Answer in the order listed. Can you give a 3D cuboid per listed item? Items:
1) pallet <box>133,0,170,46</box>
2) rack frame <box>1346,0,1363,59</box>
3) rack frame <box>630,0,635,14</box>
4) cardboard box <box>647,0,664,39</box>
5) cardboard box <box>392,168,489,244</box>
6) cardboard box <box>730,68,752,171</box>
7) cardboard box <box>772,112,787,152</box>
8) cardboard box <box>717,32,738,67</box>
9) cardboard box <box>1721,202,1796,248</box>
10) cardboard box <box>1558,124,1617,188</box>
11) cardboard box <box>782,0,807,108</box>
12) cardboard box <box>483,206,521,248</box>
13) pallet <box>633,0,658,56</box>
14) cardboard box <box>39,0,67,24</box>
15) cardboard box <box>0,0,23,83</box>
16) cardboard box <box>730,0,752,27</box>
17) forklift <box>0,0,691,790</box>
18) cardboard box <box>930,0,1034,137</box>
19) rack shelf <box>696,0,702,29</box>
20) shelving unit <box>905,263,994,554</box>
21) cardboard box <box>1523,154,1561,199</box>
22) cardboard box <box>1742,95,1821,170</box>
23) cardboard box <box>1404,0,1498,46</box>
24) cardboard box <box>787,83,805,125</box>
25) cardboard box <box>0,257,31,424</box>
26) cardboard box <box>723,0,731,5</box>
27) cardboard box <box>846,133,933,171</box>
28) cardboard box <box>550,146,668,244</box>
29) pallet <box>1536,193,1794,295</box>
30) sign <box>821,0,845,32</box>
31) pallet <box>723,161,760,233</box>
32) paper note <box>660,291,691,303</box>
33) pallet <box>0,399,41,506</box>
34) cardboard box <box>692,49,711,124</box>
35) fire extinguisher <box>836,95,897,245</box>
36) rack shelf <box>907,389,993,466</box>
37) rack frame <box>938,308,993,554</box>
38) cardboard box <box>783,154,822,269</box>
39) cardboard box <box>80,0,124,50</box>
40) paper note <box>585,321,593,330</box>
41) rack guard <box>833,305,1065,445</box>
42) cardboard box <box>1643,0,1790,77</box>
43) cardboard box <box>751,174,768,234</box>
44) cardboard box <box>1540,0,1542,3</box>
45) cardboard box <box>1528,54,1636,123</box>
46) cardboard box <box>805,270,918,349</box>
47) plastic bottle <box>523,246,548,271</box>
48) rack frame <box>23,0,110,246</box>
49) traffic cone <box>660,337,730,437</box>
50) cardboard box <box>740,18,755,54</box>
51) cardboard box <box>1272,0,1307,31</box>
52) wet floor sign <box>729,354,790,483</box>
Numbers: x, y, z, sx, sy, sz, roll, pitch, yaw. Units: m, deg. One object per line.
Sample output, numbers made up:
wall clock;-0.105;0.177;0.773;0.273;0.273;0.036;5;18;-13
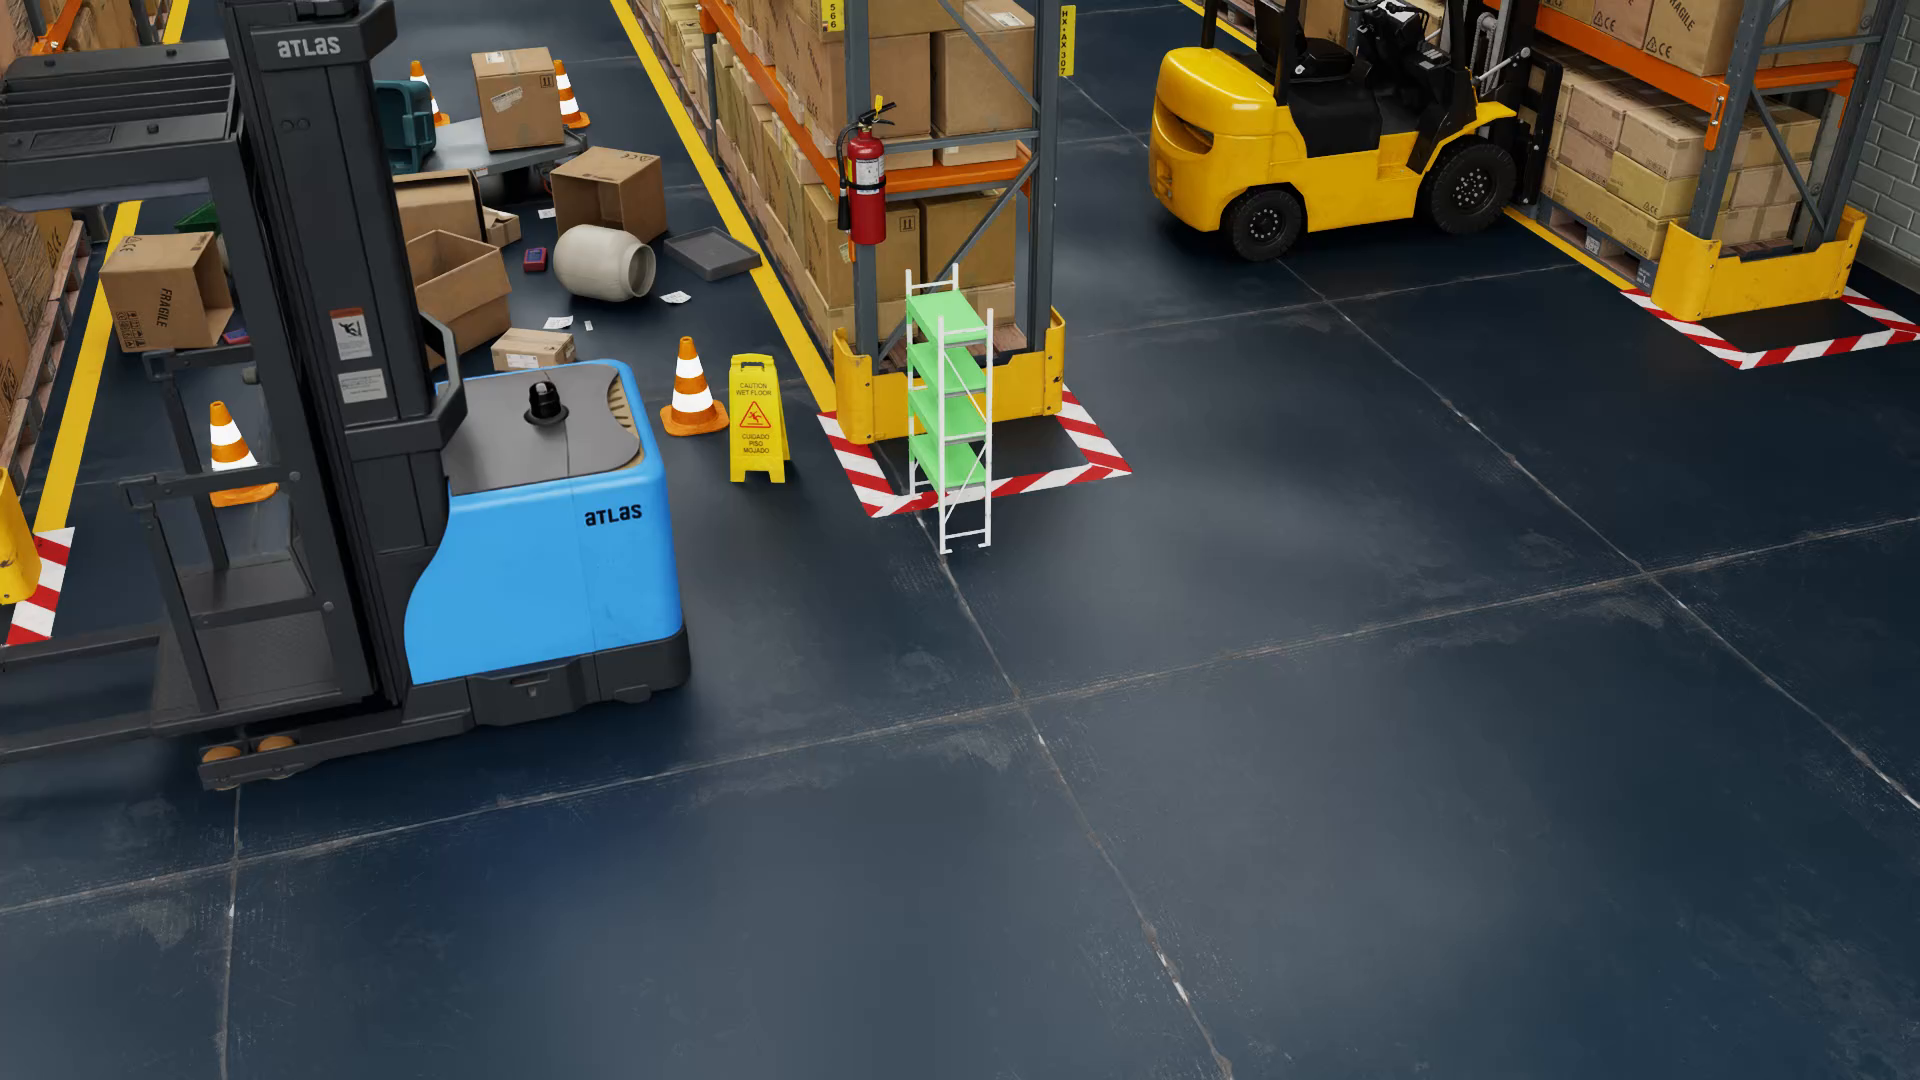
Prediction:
pallet;-7.390;-4.440;14.277;1.003;0.211;1.213;-10;35;-15
rack frame;3.476;-4.814;12.315;1.000;3.000;0.127;-10;35;-15
rack frame;-2.470;-6.078;14.227;1.000;3.000;0.127;-10;35;-15
cardboard box;-2.074;-4.472;13.800;0.950;0.372;0.625;-11;35;-16
cardboard box;-3.270;-1.879;10.014;0.797;0.637;0.503;-10;35;-15
cardboard box;-1.152;-2.684;10.525;0.500;0.500;0.500;-9;34;-13
cardboard box;-0.851;-2.319;9.383;0.380;0.149;0.250;-9;34;-13
cardboard box;-1.346;-3.158;10.654;0.380;0.149;0.250;-10;35;-14
cardboard box;4.733;-2.033;10.219;0.500;0.250;0.500;-10;35;-15
cardboard box;4.108;-2.419;10.350;0.500;0.250;0.500;-10;35;-15
cardboard box;-0.606;-2.546;8.521;0.500;0.500;0.500;-10;35;-15
cardboard box;-3.045;-2.048;10.609;0.396;0.266;0.258;19;38;26
pallet;-2.233;-4.504;14.375;1.003;0.211;1.213;-10;35;-15
cardboard box;-5.837;-3.455;10.168;0.500;0.500;0.500;-10;35;-14
cardboard box;-5.620;-2.678;8.946;0.875;0.550;0.550;-10;35;-15
cardboard box;-1.065;-3.340;9.724;0.500;0.500;0.500;-10;35;-15
forklift;-2.674;-0.601;6.001;3.031;2.935;1.130;-10;35;-15
cardboard box;0.090;-2.339;8.208;0.500;0.500;0.500;-11;35;-15
rack shelf;-1.860;-4.728;12.836;1.077;0.370;4.000;-10;35;-15
shelving unit;-0.050;-0.587;7.551;0.258;1.200;0.503;-10;35;-15
cardboard box;3.966;-2.463;10.869;0.500;0.250;0.500;-10;35;-14
cardboard box;4.730;-2.444;9.934;0.500;0.250;0.500;-11;35;-15
cardboard box;3.471;-3.683;11.809;0.500;0.250;0.500;-10;35;-15
cardboard box;-0.695;-2.316;8.762;0.380;0.149;0.250;-9;35;-14
cardboard box;-5.253;-1.087;8.221;0.875;0.875;0.875;-11;35;-15
cardboard box;-1.333;-3.530;10.599;0.380;0.149;0.250;-9;35;-13
cardboard box;-0.347;-1.933;8.183;0.380;0.149;0.250;-9;34;-13
cardboard box;-2.219;-2.145;10.540;0.500;0.500;0.500;13;36;18
pallet;4.423;-1.945;10.503;1.003;0.211;1.213;-10;35;-15
sign;-0.564;-2.410;7.339;0.100;0.325;0.005;-10;35;-15
pallet;-1.011;-2.468;11.293;1.003;0.211;1.213;-10;35;-15
paper note;-1.693;-1.451;9.918;0.142;0.019;0.148;-23;40;-31
pallet;-5.031;-0.235;7.915;1.003;0.211;1.213;-10;35;-15
cardboard box;-1.412;-3.332;12.074;0.950;0.372;0.625;-10;35;-14
fire extinguisher;-0.434;-1.708;7.684;0.296;0.674;0.183;-10;35;-15
rack shelf;-0.050;-0.534;7.586;0.258;0.148;0.480;-10;35;-15
rack frame;0.024;-0.459;7.357;0.240;1.200;0.015;-10;35;-15
cardboard box;-0.685;-1.869;9.290;0.500;0.500;0.500;-9;34;-13
cardboard box;-6.783;-3.636;12.191;1.050;0.750;0.750;-9;35;-14
paper note;-2.148;-1.240;9.618;0.032;0.001;0.123;-10;35;-15
rack guard;-0.053;-0.875;8.620;1.175;0.500;0.348;-10;35;-15
cardboard box;4.296;-2.970;9.434;0.500;0.500;0.500;-11;35;-16
cardboard box;-0.989;-2.094;10.312;0.500;0.250;0.500;-10;35;-15
cardboard box;3.826;-3.775;10.652;0.500;0.500;0.500;-10;35;-14
cardboard box;3.934;-2.879;10.593;0.500;0.250;0.500;-10;35;-14
cardboard box;-0.540;-1.297;9.106;0.500;0.250;0.500;-10;35;-15
plastic bottle;-2.642;-1.759;10.356;0.133;0.061;0.283;-4;34;-6
rack frame;-5.933;-3.092;9.709;1.000;3.000;0.127;-10;35;-15
traffic cone;-1.389;-0.828;8.583;0.336;0.463;0.334;-10;35;-15
cardboard box;-1.078;-2.980;9.767;0.380;0.149;0.250;-10;35;-15
cardboard box;3.077;-4.680;13.884;0.875;0.625;0.625;-10;35;-15
wet floor sign;-0.991;-0.616;8.097;0.267;0.644;0.232;1;33;2
